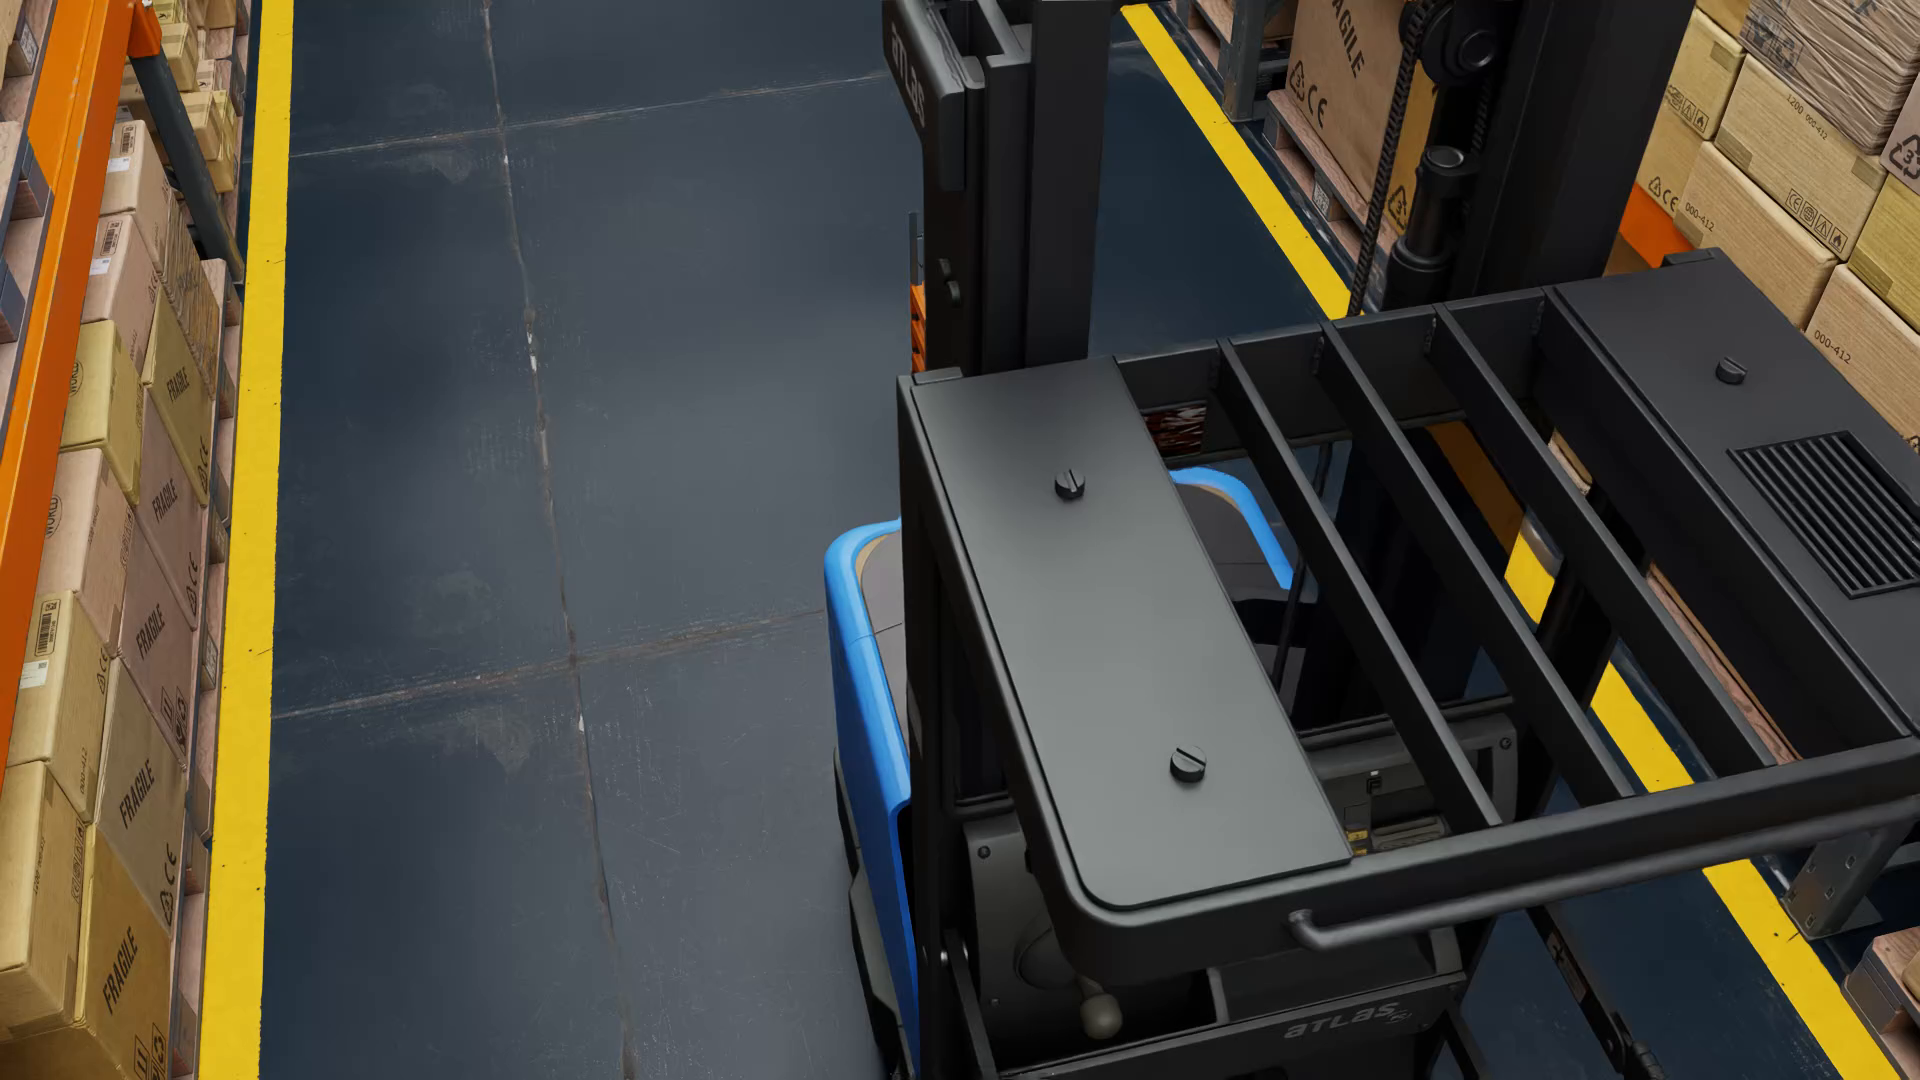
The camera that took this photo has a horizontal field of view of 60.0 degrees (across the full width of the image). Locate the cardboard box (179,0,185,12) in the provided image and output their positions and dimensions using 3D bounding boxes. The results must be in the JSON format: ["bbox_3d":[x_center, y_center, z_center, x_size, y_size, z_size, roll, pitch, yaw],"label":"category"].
[{"bbox_3d":[-3.258,-2.118,6.511,0.380,0.149,0.250,-12,47,-11],"label":"cardboard box"}]

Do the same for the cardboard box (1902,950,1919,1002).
[{"bbox_3d":[2.762,1.009,3.707,0.950,0.372,0.625,-14,47,-13],"label":"cardboard box"}]

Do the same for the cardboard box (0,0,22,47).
[{"bbox_3d":[-2.734,-1.412,4.416,0.380,0.149,0.250,-11,47,-10],"label":"cardboard box"}]

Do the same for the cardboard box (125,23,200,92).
[{"bbox_3d":[-3.057,-1.777,6.177,0.380,0.149,0.250,-9,46,-8],"label":"cardboard box"}]

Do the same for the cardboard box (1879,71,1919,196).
[{"bbox_3d":[2.242,-0.850,3.213,0.500,0.500,0.500,-12,47,-11],"label":"cardboard box"}]

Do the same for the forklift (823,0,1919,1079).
[{"bbox_3d":[0.523,0.646,2.565,1.130,2.935,3.031,-10,46,-10],"label":"forklift"}]

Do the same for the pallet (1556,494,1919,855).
[{"bbox_3d":[2.498,0.262,4.845,1.003,0.211,1.213,-11,47,-10],"label":"pallet"}]

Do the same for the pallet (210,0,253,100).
[{"bbox_3d":[-3.678,-2.268,7.325,1.003,0.211,1.213,-11,47,-10],"label":"pallet"}]

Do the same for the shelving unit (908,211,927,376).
[{"bbox_3d":[0.004,-0.410,4.812,0.258,1.200,0.189,-11,47,-10],"label":"shelving unit"}]

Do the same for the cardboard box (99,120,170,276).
[{"bbox_3d":[-2.721,-1.009,5.070,0.500,0.250,0.500,-12,47,-11],"label":"cardboard box"}]

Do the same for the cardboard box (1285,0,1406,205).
[{"bbox_3d":[1.839,-1.907,6.213,0.875,0.875,0.875,-9,46,-9],"label":"cardboard box"}]

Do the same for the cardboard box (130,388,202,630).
[{"bbox_3d":[-2.465,-0.041,4.646,0.500,0.500,0.500,-12,47,-11],"label":"cardboard box"}]

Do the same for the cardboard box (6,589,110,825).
[{"bbox_3d":[-2.204,0.414,3.675,0.500,0.250,0.500,-11,47,-11],"label":"cardboard box"}]

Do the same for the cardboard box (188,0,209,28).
[{"bbox_3d":[-3.302,-2.206,6.805,0.380,0.149,0.250,-9,46,-8],"label":"cardboard box"}]

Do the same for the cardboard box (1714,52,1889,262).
[{"bbox_3d":[2.123,-0.920,3.806,0.500,0.250,0.500,-12,47,-11],"label":"cardboard box"}]

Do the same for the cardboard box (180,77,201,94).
[{"bbox_3d":[-3.091,-1.663,6.273,0.380,0.149,0.250,-10,46,-10],"label":"cardboard box"}]

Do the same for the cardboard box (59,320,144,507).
[{"bbox_3d":[-2.453,-0.290,4.365,0.500,0.250,0.500,-13,47,-12],"label":"cardboard box"}]

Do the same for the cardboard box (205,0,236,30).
[{"bbox_3d":[-3.310,-2.290,7.096,0.380,0.149,0.250,-12,47,-11],"label":"cardboard box"}]

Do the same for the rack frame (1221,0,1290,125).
[{"bbox_3d":[1.603,-2.918,6.009,1.000,3.000,0.127,-11,47,-10],"label":"rack frame"}]

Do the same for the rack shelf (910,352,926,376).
[{"bbox_3d":[0.004,-0.463,4.758,0.258,0.103,0.180,-11,47,-10],"label":"rack shelf"}]

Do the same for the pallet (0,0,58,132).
[{"bbox_3d":[-3.101,-1.321,4.579,1.003,0.211,1.213,-11,47,-10],"label":"pallet"}]

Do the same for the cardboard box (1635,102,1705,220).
[{"bbox_3d":[1.987,-1.106,4.338,0.500,0.250,0.500,-11,47,-11],"label":"cardboard box"}]

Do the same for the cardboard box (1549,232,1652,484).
[{"bbox_3d":[2.306,-0.668,4.998,0.875,0.875,0.875,-10,46,-10],"label":"cardboard box"}]

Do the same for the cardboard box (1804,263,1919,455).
[{"bbox_3d":[2.247,-0.405,3.652,0.500,0.250,0.500,-12,47,-12],"label":"cardboard box"}]

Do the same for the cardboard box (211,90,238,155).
[{"bbox_3d":[-3.007,-1.586,6.406,0.380,0.149,0.250,-9,46,-9],"label":"cardboard box"}]

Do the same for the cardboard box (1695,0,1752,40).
[{"bbox_3d":[1.982,-1.547,3.896,0.500,0.500,0.500,-11,47,-10],"label":"cardboard box"}]

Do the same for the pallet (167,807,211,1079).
[{"bbox_3d":[-2.331,1.255,3.872,1.003,0.211,1.213,-11,47,-10],"label":"pallet"}]

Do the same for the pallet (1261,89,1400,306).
[{"bbox_3d":[1.874,-1.423,6.496,1.003,0.211,1.213,-11,47,-10],"label":"pallet"}]

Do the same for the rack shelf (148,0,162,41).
[{"bbox_3d":[-3.668,-3.072,6.664,1.077,0.370,4.000,-11,47,-10],"label":"rack shelf"}]

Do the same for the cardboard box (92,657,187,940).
[{"bbox_3d":[-2.199,0.665,3.954,0.500,0.500,0.500,-10,46,-10],"label":"cardboard box"}]

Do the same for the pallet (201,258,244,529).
[{"bbox_3d":[-2.955,-0.429,5.523,1.003,0.211,1.213,-11,47,-10],"label":"pallet"}]

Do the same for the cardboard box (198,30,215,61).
[{"bbox_3d":[-3.234,-1.914,6.728,0.380,0.149,0.250,-12,47,-11],"label":"cardboard box"}]

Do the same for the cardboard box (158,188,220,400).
[{"bbox_3d":[-2.723,-0.750,5.341,0.500,0.500,0.500,-12,47,-11],"label":"cardboard box"}]

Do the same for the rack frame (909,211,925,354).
[{"bbox_3d":[-0.020,-0.473,4.874,0.240,1.200,0.006,-11,47,-10],"label":"rack frame"}]
